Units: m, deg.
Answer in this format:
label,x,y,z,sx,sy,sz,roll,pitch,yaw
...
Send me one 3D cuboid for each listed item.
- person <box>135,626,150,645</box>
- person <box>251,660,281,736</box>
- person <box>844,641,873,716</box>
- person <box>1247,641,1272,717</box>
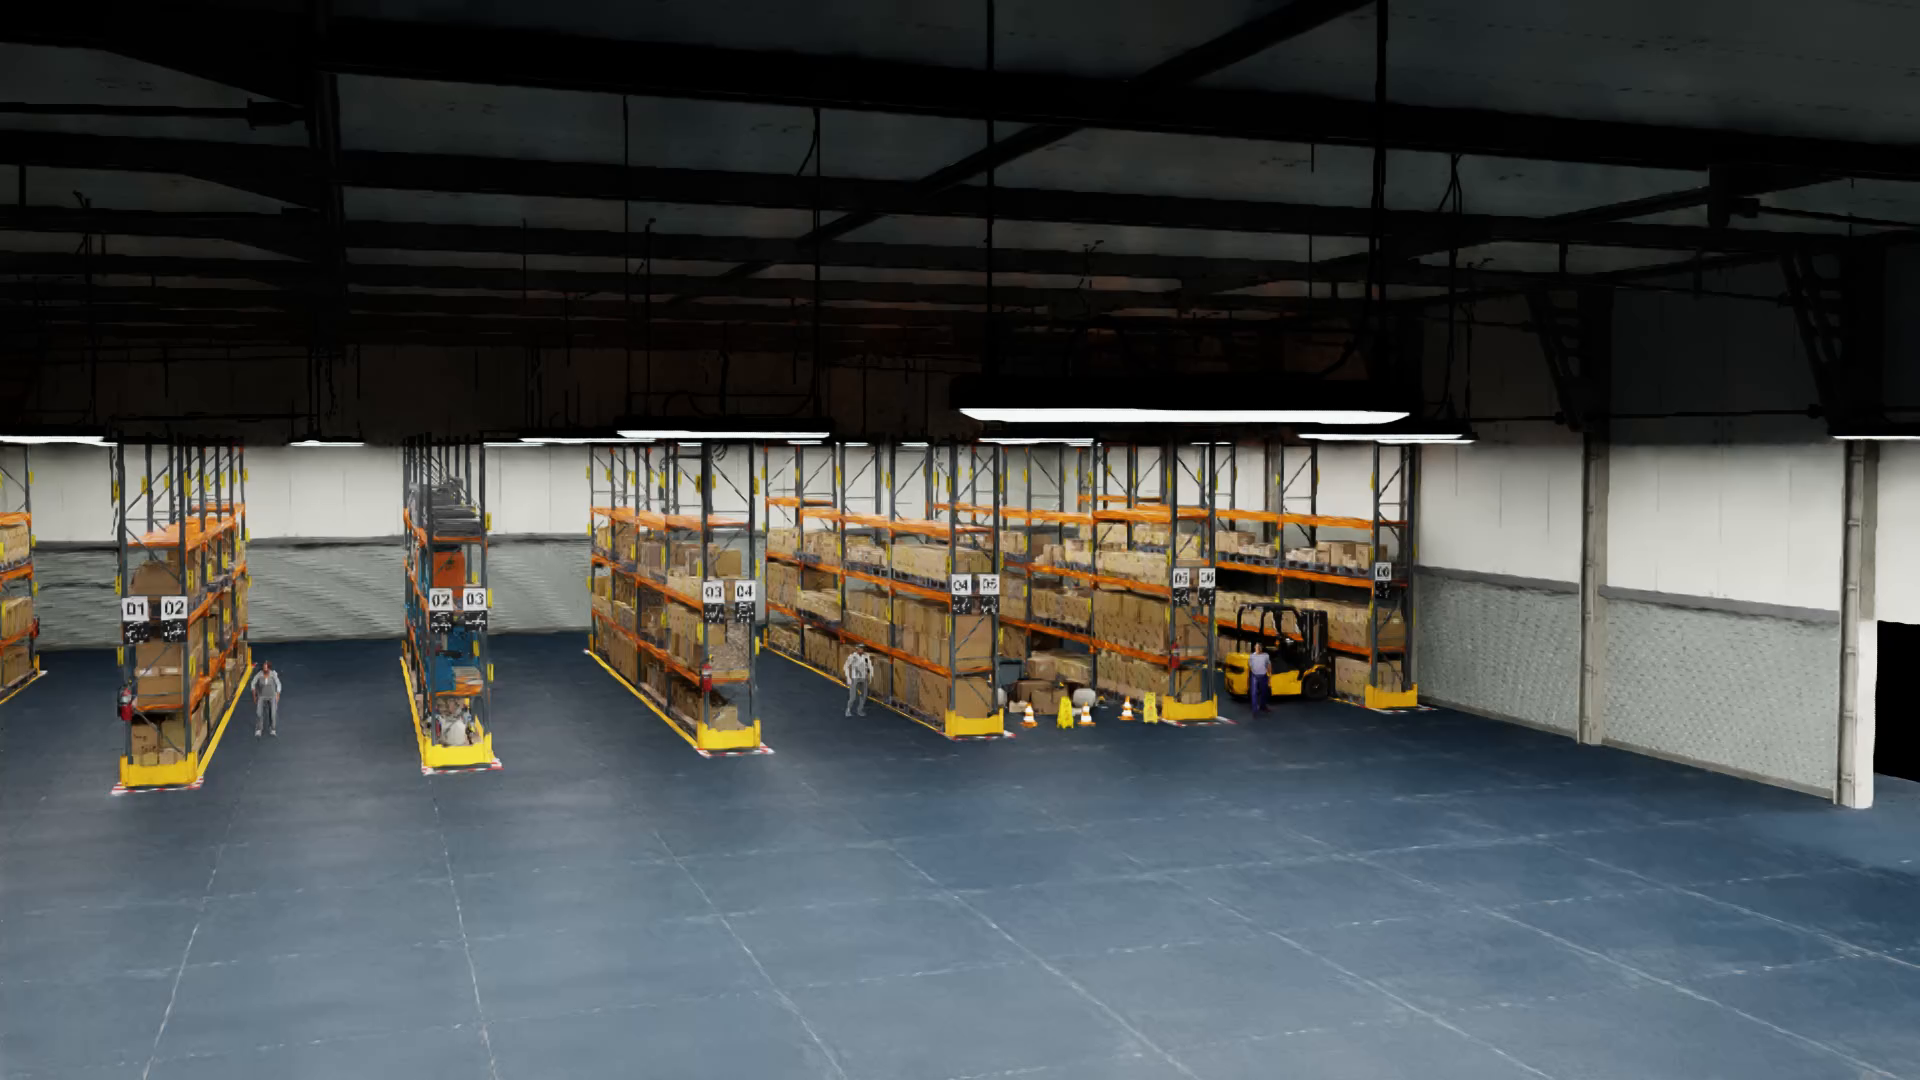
label,x,y,z,sx,sy,sz,roll,pitch,yaw
person,-20.518,2.529,41.937,0.550,1.709,1.128,-1,3,-22
person,-13.757,3.134,32.983,0.566,1.532,0.519,-1,3,-22
person,-2.164,2.951,35.427,0.639,1.632,0.512,-1,3,-22
person,6.414,2.951,35.520,0.548,1.604,0.904,0,3,4
